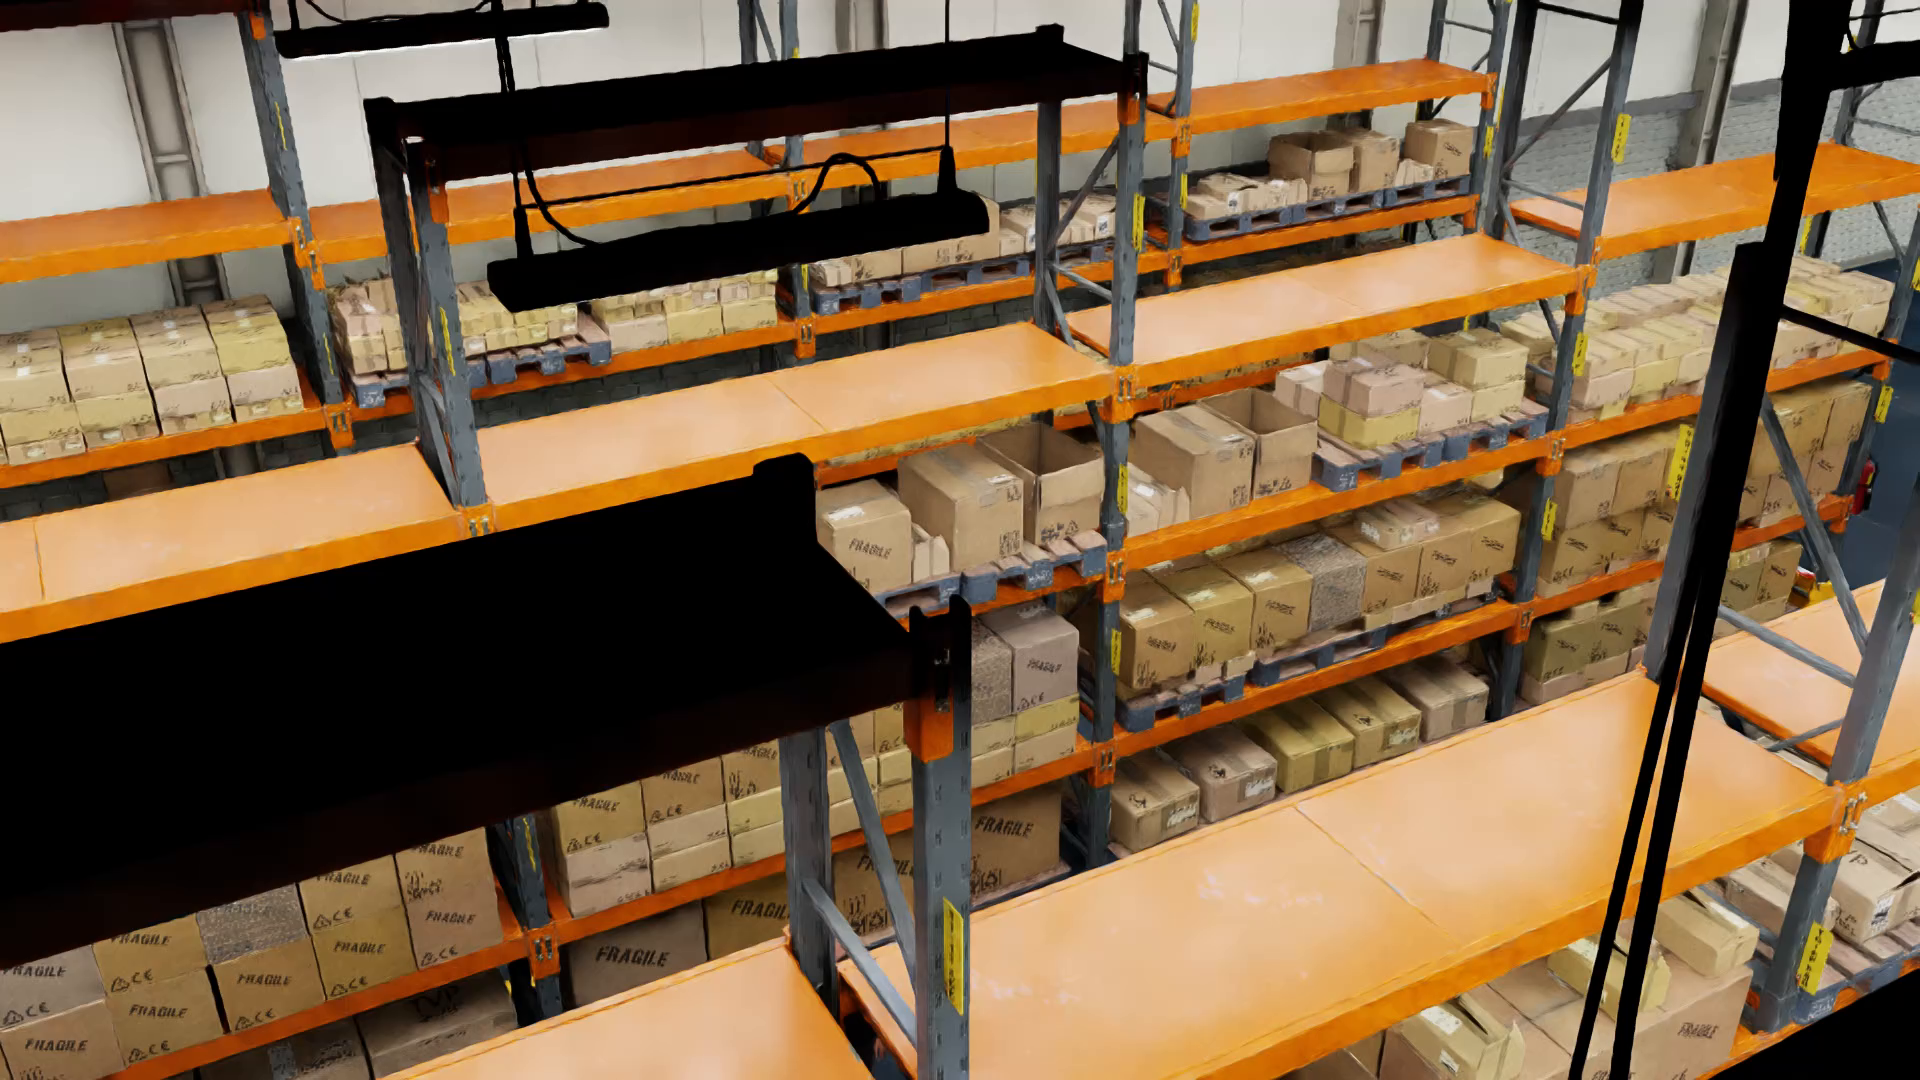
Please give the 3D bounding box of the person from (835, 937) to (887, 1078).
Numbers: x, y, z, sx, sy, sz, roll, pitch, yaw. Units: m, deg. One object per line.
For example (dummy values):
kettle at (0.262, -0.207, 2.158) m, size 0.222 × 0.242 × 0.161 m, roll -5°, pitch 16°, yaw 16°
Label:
person at (-0.719, 2.845, 9.708) m, size 0.634 × 1.660 × 0.435 m, roll -4°, pitch 28°, yaw -7°
